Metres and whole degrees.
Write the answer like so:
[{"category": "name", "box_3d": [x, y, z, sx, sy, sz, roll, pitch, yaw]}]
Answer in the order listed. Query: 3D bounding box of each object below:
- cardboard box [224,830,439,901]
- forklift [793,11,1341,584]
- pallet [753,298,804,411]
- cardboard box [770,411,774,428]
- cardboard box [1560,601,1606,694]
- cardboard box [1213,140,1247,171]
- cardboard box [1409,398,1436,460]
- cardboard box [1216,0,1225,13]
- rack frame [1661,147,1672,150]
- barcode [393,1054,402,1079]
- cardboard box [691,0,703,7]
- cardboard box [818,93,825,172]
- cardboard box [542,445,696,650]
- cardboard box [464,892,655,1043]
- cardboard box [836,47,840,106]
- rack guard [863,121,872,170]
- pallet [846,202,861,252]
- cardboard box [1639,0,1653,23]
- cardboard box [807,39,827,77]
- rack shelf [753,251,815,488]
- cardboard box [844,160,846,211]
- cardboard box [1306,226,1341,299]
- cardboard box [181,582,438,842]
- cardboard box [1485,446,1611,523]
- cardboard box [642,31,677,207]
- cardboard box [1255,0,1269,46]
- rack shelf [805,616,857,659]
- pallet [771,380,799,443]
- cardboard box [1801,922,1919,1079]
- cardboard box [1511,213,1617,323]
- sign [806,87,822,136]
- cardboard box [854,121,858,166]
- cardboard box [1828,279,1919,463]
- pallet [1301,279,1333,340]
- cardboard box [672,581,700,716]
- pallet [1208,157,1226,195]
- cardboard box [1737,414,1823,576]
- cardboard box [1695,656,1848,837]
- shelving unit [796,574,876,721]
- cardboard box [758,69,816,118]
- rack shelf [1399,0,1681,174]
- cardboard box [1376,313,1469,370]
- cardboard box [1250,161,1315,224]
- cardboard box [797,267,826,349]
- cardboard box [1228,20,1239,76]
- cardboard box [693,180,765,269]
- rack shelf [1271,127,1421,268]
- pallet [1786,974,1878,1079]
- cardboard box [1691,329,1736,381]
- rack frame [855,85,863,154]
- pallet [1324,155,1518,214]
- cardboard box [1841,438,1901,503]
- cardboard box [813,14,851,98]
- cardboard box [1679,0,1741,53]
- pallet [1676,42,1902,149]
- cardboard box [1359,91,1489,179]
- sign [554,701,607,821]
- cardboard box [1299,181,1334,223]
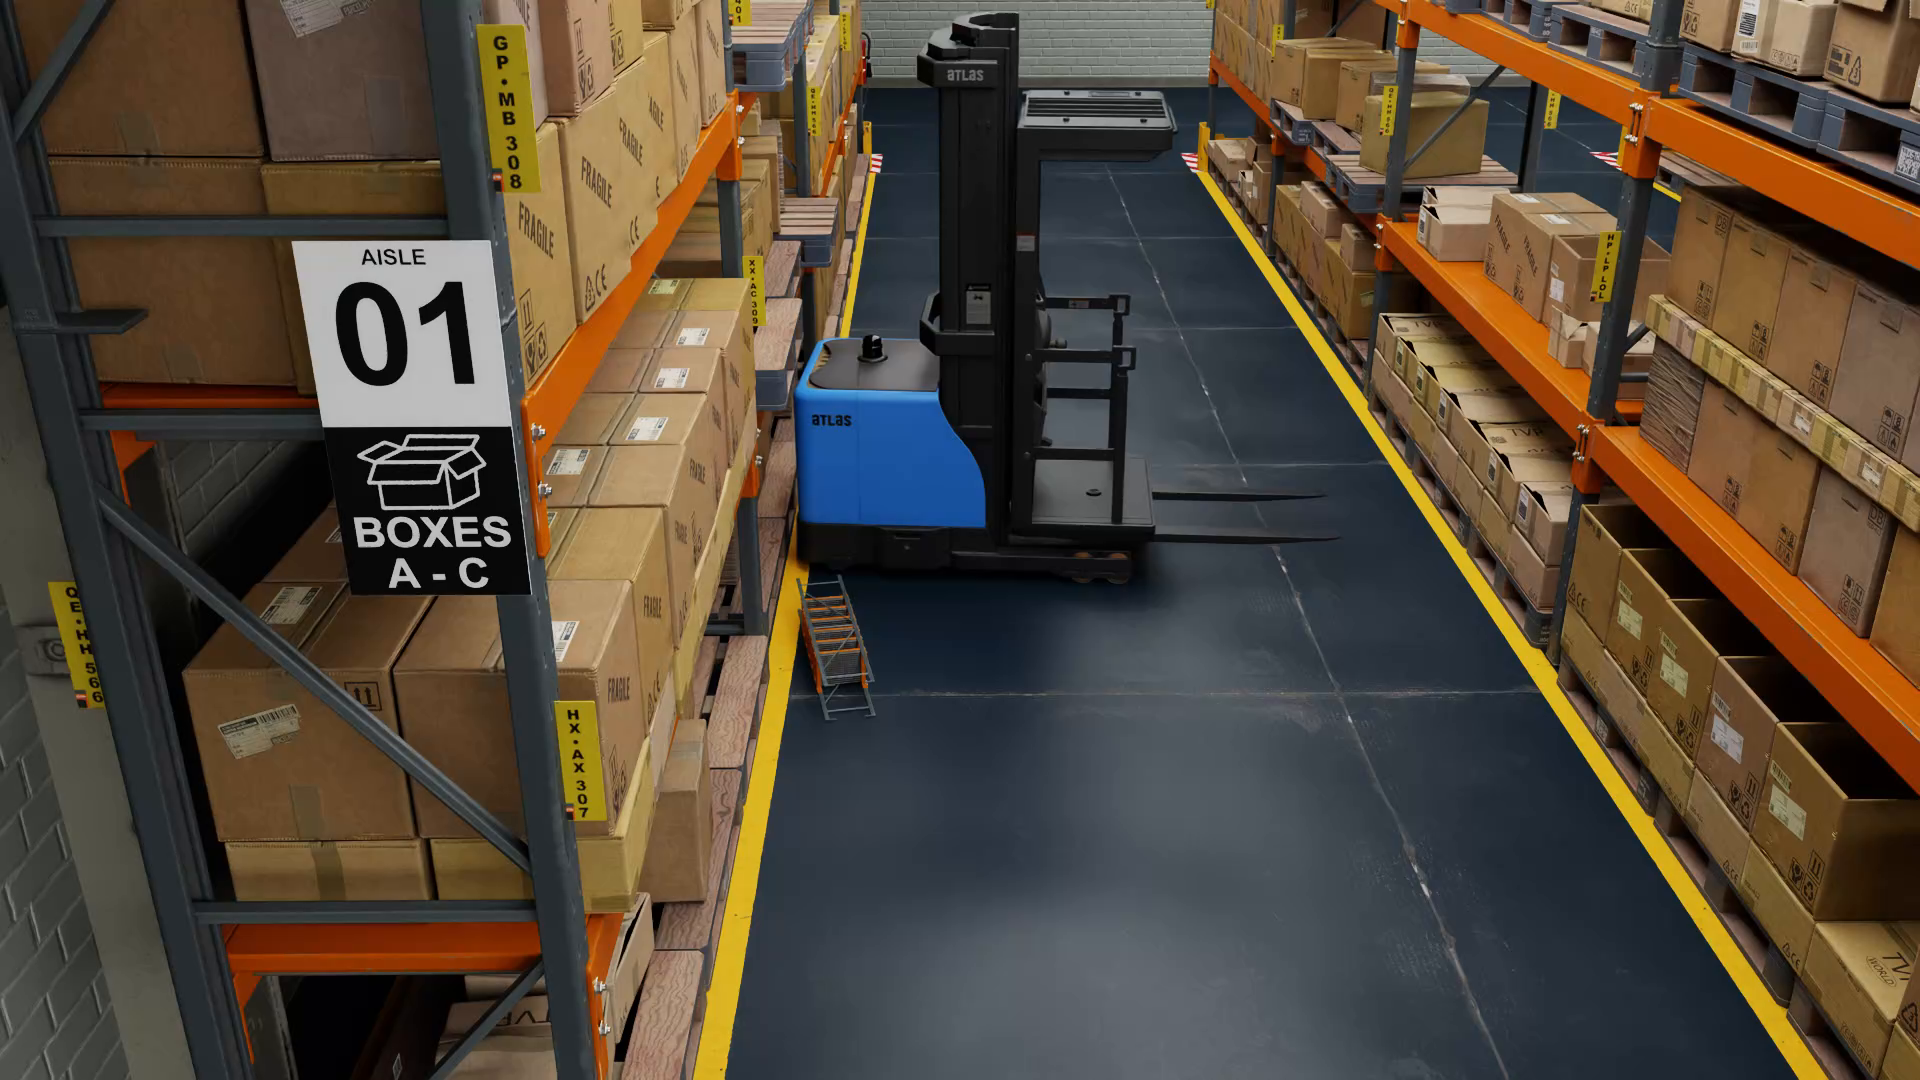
[{"category": "cardboard box", "box_3d": [-1.636, 0.786, 4.531, 0.500, 0.250, 0.500, 0, 24, 0]}, {"category": "forklift", "box_3d": [0.624, -1.320, 9.111, 3.031, 2.935, 1.130, 1, 24, 3]}, {"category": "pallet", "box_3d": [-1.343, -0.958, 8.462, 1.003, 0.211, 1.213, 0, 24, -1]}, {"category": "cardboard box", "box_3d": [-1.575, -0.931, 10.667, 0.700, 0.500, 0.500, 0, 24, -1]}, {"category": "cardboard box", "box_3d": [3.175, 0.500, 7.832, 0.500, 0.250, 0.500, 0, 24, -1]}, {"category": "cardboard box", "box_3d": [3.070, -4.215, 18.232, 0.500, 0.250, 0.500, 0, 24, -1]}, {"category": "cardboard box", "box_3d": [3.160, -0.702, 10.490, 0.500, 0.250, 0.500, -1, 24, -2]}, {"category": "cardboard box", "box_3d": [3.083, -6.016, 18.076, 0.500, 0.500, 0.500, 0, 24, 1]}, {"category": "rack frame", "box_3d": [8.295, -5.719, 18.756, 1.000, 3.000, 0.127, 0, 24, -1]}, {"category": "barcode", "box_3d": [-1.754, 1.647, 5.185, 0.001, 0.075, 0.075, 0, 24, -1]}, {"category": "cardboard box", "box_3d": [-1.187, -2.175, 5.920, 0.500, 0.500, 0.500, 1, 24, 2]}, {"category": "cardboard box", "box_3d": [-1.270, -2.986, 12.205, 0.500, 0.500, 0.500, 1, 24, 1]}, {"category": "cardboard box", "box_3d": [-1.136, 0.021, 5.311, 0.500, 0.500, 0.500, -1, 24, -2]}, {"category": "cardboard box", "box_3d": [-1.360, 1.422, 5.694, 0.500, 0.311, 0.500, 2, 24, 4]}, {"category": "cardboard box", "box_3d": [-1.311, -4.028, 14.509, 0.500, 0.500, 0.500, -1, 24, -1]}, {"category": "rack guard", "box_3d": [-1.611, -4.546, 19.194, 1.175, 0.500, 0.348, 0, 24, -1]}, {"category": "pallet", "box_3d": [-1.498, -3.070, 16.281, 1.003, 0.211, 1.213, 0, 24, -1]}, {"category": "cardboard box", "box_3d": [3.476, -2.498, 7.665, 0.500, 0.250, 0.500, 2, 24, 5]}, {"category": "cardboard box", "box_3d": [-1.299, -3.736, 12.955, 0.500, 0.250, 0.500, -1, 24, -2]}, {"category": "rack shelf", "box_3d": [-1.502, -1.226, 9.695, 1.077, 0.370, 4.000, 0, 24, -1]}, {"category": "cardboard box", "box_3d": [-1.473, -3.388, 16.124, 0.700, 0.500, 0.500, 0, 24, 0]}, {"category": "cardboard box", "box_3d": [3.167, -2.277, 13.645, 0.500, 0.500, 0.500, -1, 24, -3]}, {"category": "cardboard box", "box_3d": [-1.654, 0.442, 4.380, 0.500, 0.500, 0.500, -1, 24, -1]}, {"category": "cardboard box", "box_3d": [3.170, -0.328, 8.982, 0.500, 0.311, 0.500, 0, 24, 1]}, {"category": "cardboard box", "box_3d": [-1.197, -1.298, 5.195, 0.500, 0.500, 0.500, 1, 24, 3]}, {"category": "cardboard box", "box_3d": [3.113, -4.970, 15.764, 0.500, 0.500, 0.500, -1, 24, -2]}, {"category": "rack shelf", "box_3d": [-0.651, 0.489, 8.432, 0.258, 0.180, 0.103, -5, 24, -10]}, {"category": "pallet", "box_3d": [-1.517, -0.786, 11.231, 1.003, 0.211, 1.213, 0, 24, -1]}, {"category": "cardboard box", "box_3d": [3.198, 1.530, 5.554, 0.500, 0.250, 0.500, 0, 24, -1]}, {"category": "cardboard box", "box_3d": [3.470, -1.539, 9.393, 0.500, 0.500, 0.500, 0, 24, 0]}, {"category": "sign", "box_3d": [-0.981, -2.876, 11.160, 0.100, 0.325, 0.005, 0, 24, -1]}, {"category": "cardboard box", "box_3d": [-1.504, -4.439, 18.449, 0.700, 0.500, 0.500, 0, 24, -1]}, {"category": "cardboard box", "box_3d": [3.501, -0.587, 5.713, 0.700, 0.500, 0.500, 0, 24, -1]}, {"category": "pallet", "box_3d": [3.449, -1.941, 13.785, 1.003, 0.211, 1.213, 0, 24, -1]}, {"category": "cardboard box", "box_3d": [-1.144, 0.351, 5.492, 0.500, 0.250, 0.500, -1, 24, -1]}, {"category": "pallet", "box_3d": [3.353, -4.068, 18.489, 1.003, 0.211, 1.213, 0, 24, -1]}, {"category": "cardboard box", "box_3d": [3.498, -0.193, 6.415, 0.700, 0.500, 0.500, 0, 24, 0]}, {"category": "cardboard box", "box_3d": [3.184, 0.776, 6.310, 0.500, 0.500, 0.500, 0, 24, -1]}, {"category": "shelving unit", "box_3d": [-0.636, 0.519, 8.364, 0.258, 0.189, 1.200, -5, 24, -10]}, {"category": "cardboard box", "box_3d": [-1.271, -3.110, 11.571, 0.500, 0.250, 0.500, 0, 24, 1]}, {"category": "rack shelf", "box_3d": [3.451, -2.617, 9.129, 1.077, 0.370, 4.000, 0, 24, -1]}, {"category": "cardboard box", "box_3d": [3.141, -1.379, 11.306, 0.500, 0.311, 0.500, 1, 24, 1]}, {"category": "cardboard box", "box_3d": [3.096, -3.345, 16.006, 0.500, 0.500, 0.500, 0, 24, -1]}, {"category": "cardboard box", "box_3d": [-1.401, -1.894, 12.396, 0.750, 0.750, 0.750, -1, 24, -1]}, {"category": "cardboard box", "box_3d": [3.097, -5.141, 17.355, 0.500, 0.500, 0.500, 0, 24, -1]}, {"category": "cardboard box", "box_3d": [-1.489, -1.687, 9.186, 0.700, 0.500, 0.500, 3, 25, 7]}, {"category": "rack shelf", "box_3d": [3.408, -2.899, 13.392, 1.077, 0.370, 4.000, 0, 24, -1]}, {"category": "pallet", "box_3d": [3.466, 1.850, 5.404, 1.003, 0.211, 1.213, 0, 24, -1]}, {"category": "cardboard box", "box_3d": [3.290, -0.774, 6.912, 0.380, 0.149, 0.250, -1, 24, -2]}, {"category": "rack frame", "box_3d": [-1.611, -5.675, 18.657, 1.000, 3.000, 0.127, 0, 24, -1]}, {"category": "pallet", "box_3d": [3.352, -2.594, 12.078, 1.213, 0.211, 1.003, 0, 24, -1]}, {"category": "cardboard box", "box_3d": [3.303, -0.243, 5.738, 0.380, 0.149, 0.250, -1, 24, -1]}, {"category": "cardboard box", "box_3d": [-1.560, -4.688, 16.111, 0.980, 0.700, 0.700, -1, 24, -2]}, {"category": "cardboard box", "box_3d": [3.215, -2.213, 6.561, 0.500, 0.500, 0.500, 2, 24, 4]}, {"category": "pallet", "box_3d": [3.508, -1.729, 6.400, 1.003, 0.211, 1.213, 0, 24, -1]}, {"category": "cardboard box", "box_3d": [3.310, -2.898, 11.887, 0.700, 0.500, 0.500, -9, 26, -18]}, {"category": "sign", "box_3d": [-0.894, 0.521, 3.907, 0.100, 0.325, 0.005, 0, 24, -1]}, {"category": "cardboard box", "box_3d": [3.158, -2.841, 13.981, 0.500, 0.250, 0.500, 0, 24, 0]}]
